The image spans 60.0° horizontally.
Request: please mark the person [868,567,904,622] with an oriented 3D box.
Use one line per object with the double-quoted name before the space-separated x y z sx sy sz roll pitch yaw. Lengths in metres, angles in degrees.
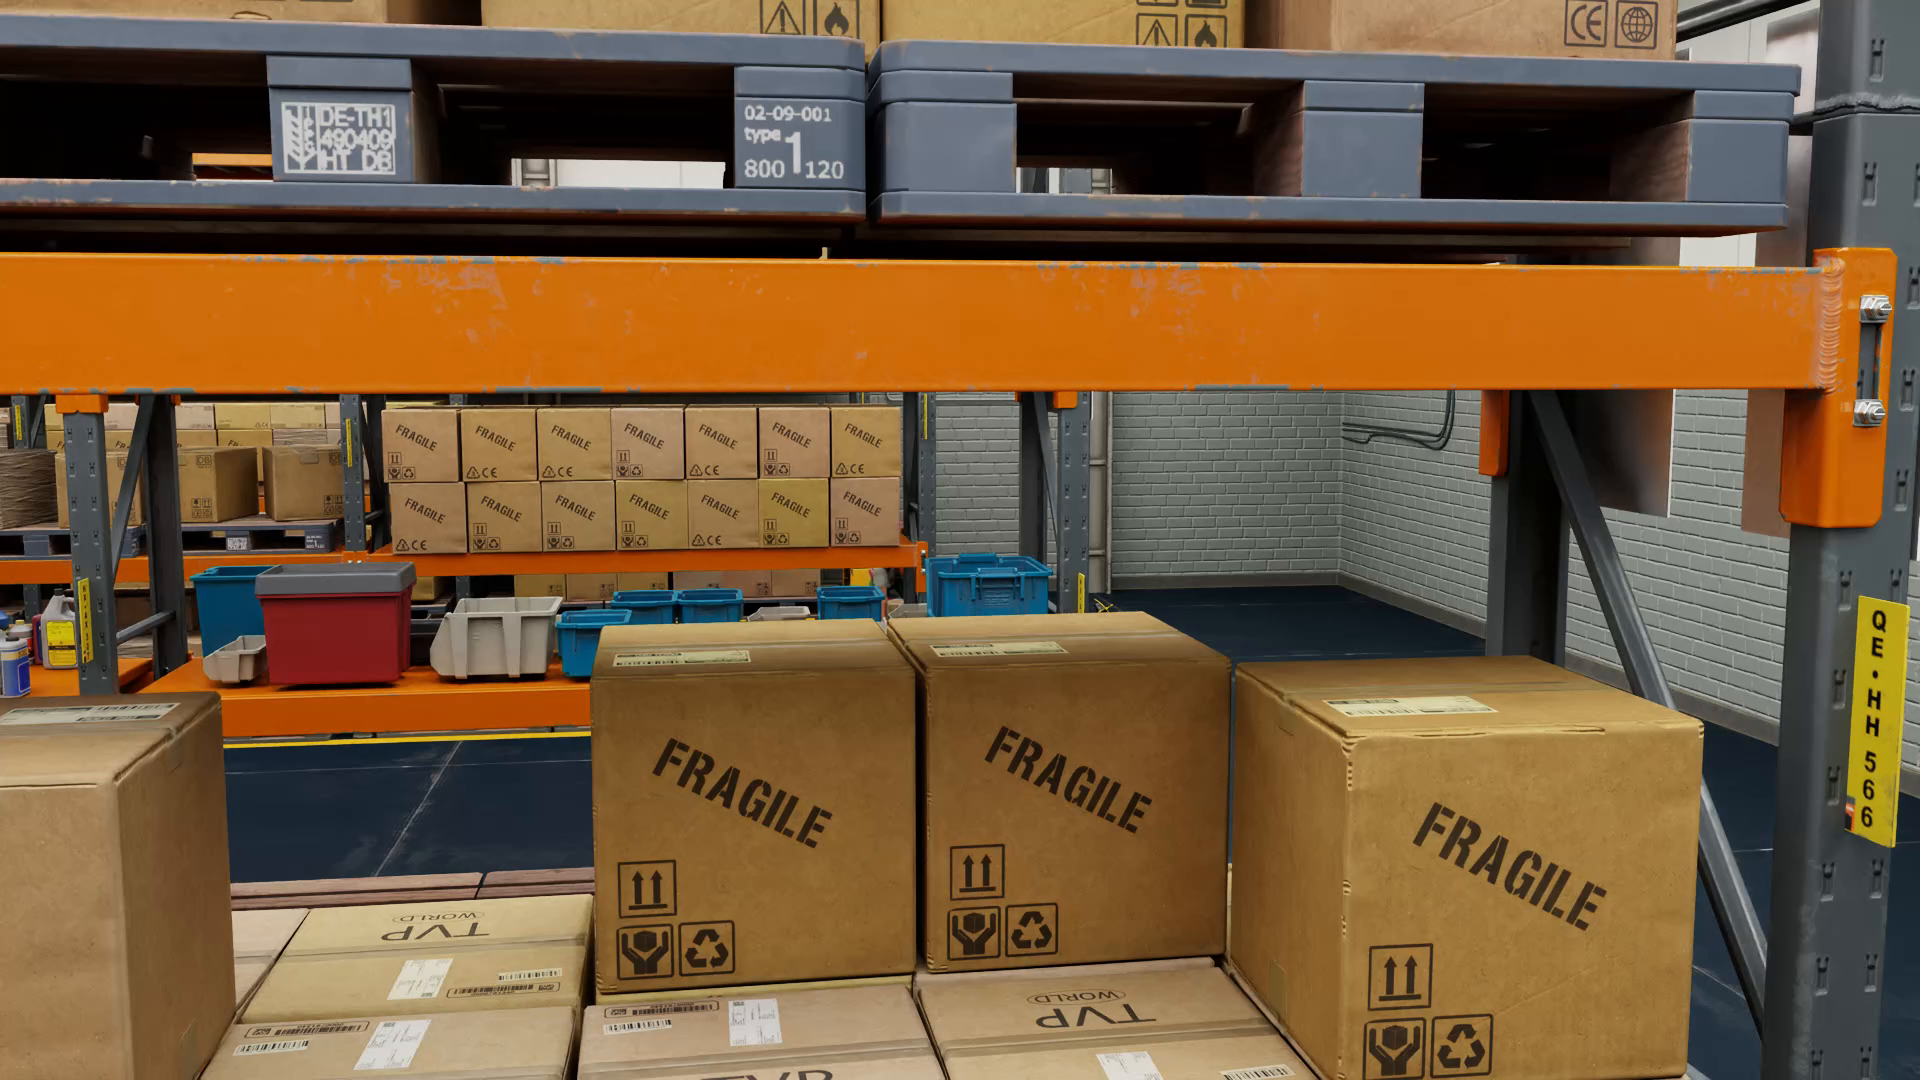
"person" -0.587 0.489 15.343 0.533 0.989 0.933 -1 7 -11
